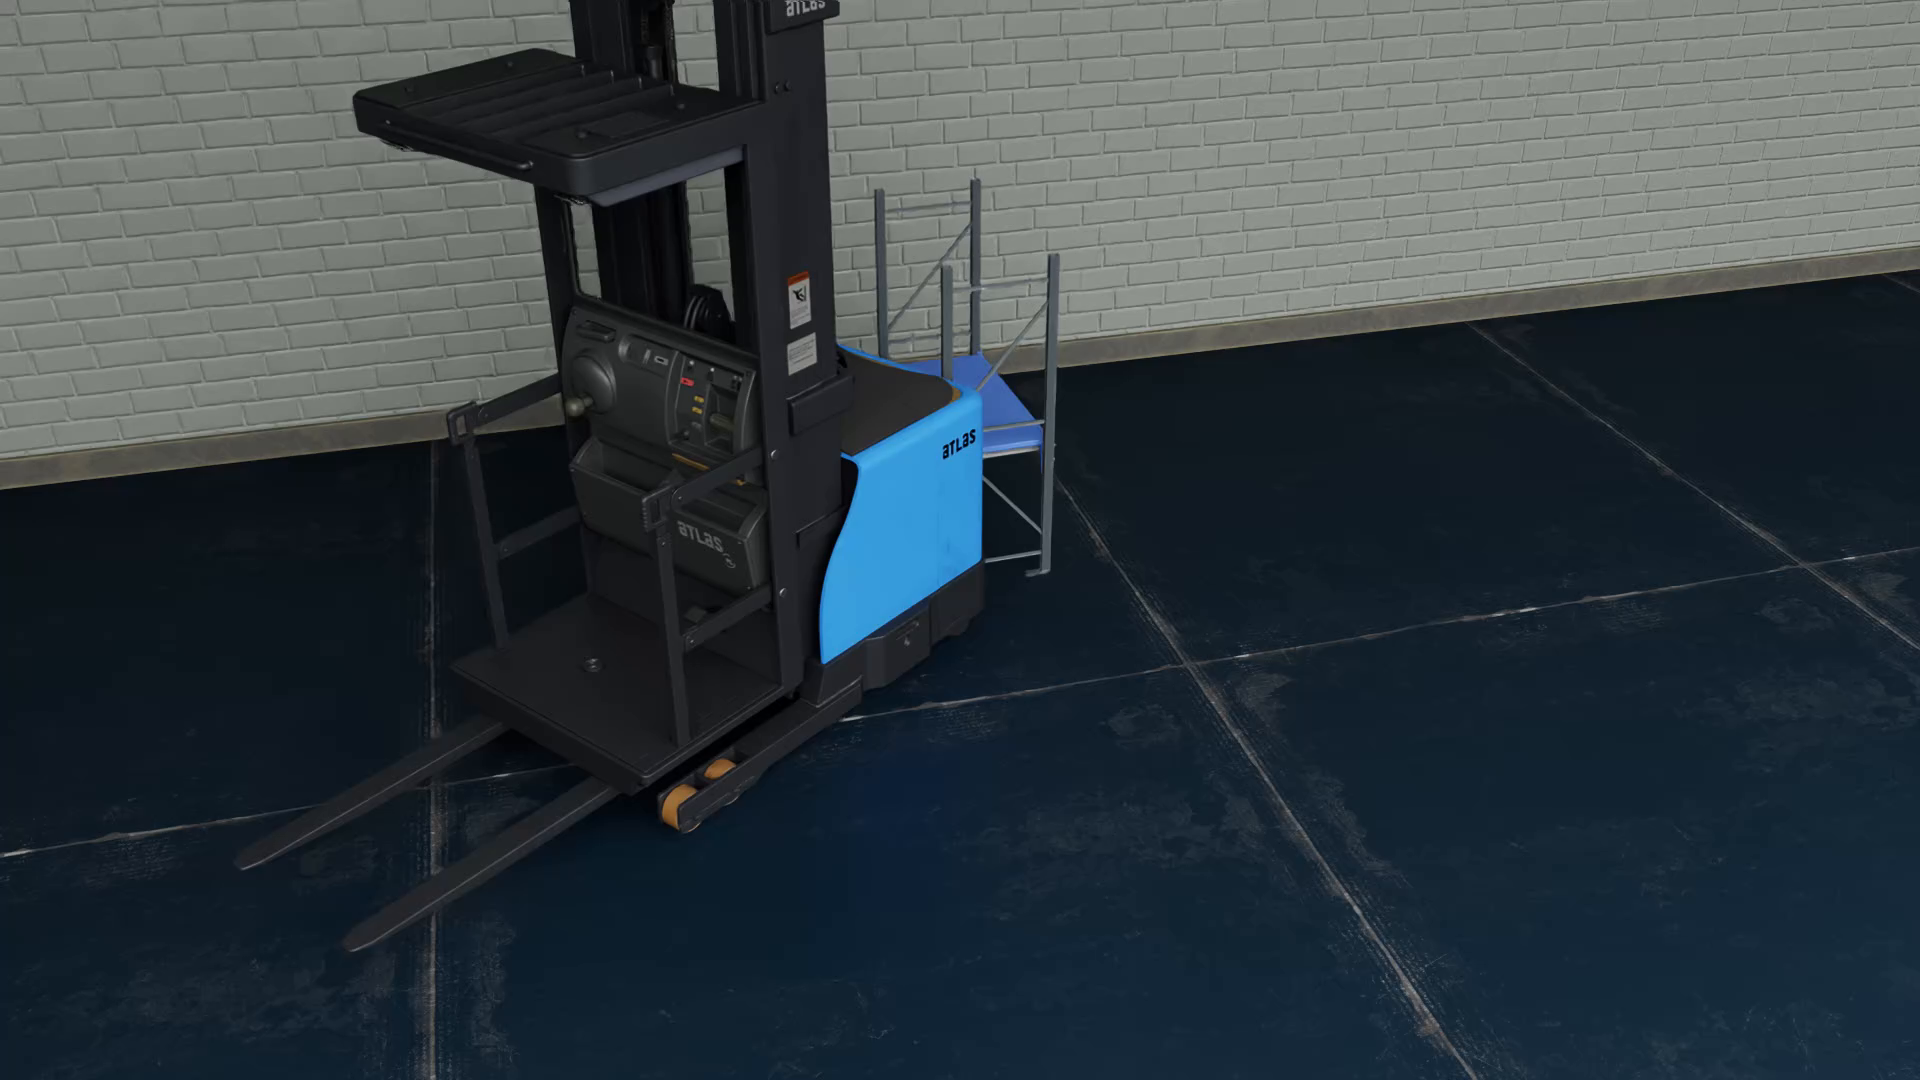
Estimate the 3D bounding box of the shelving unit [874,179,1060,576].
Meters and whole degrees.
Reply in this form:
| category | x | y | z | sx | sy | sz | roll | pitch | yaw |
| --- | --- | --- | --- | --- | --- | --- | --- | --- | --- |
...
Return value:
| category | x | y | z | sx | sy | sz | roll | pitch | yaw |
| --- | --- | --- | --- | --- | --- | --- | --- | --- | --- |
| shelving unit | 0.010 | -0.717 | 7.492 | 0.538 | 1.500 | 1.048 | -9 | 31 | -15 |

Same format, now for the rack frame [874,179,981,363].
| category | x | y | z | sx | sy | sz | roll | pitch | yaw |
| --- | --- | --- | --- | --- | --- | --- | --- | --- | --- |
| rack frame | -0.145 | -0.960 | 7.911 | 0.500 | 1.500 | 0.032 | -9 | 31 | -15 |

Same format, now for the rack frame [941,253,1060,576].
| category | x | y | z | sx | sy | sz | roll | pitch | yaw |
| --- | --- | --- | --- | --- | --- | --- | --- | --- | --- |
| rack frame | 0.165 | -0.475 | 7.073 | 0.500 | 1.500 | 0.032 | -9 | 31 | -15 |

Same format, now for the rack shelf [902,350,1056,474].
| category | x | y | z | sx | sy | sz | roll | pitch | yaw |
| --- | --- | --- | --- | --- | --- | --- | --- | --- | --- |
| rack shelf | 0.010 | -0.561 | 7.582 | 0.538 | 0.185 | 1.000 | -9 | 31 | -15 |

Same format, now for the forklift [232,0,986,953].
| category | x | y | z | sx | sy | sz | roll | pitch | yaw |
| --- | --- | --- | --- | --- | --- | --- | --- | --- | --- |
| forklift | -1.198 | -0.506 | 5.699 | 1.130 | 2.935 | 3.031 | 22 | 36 | 32 |
